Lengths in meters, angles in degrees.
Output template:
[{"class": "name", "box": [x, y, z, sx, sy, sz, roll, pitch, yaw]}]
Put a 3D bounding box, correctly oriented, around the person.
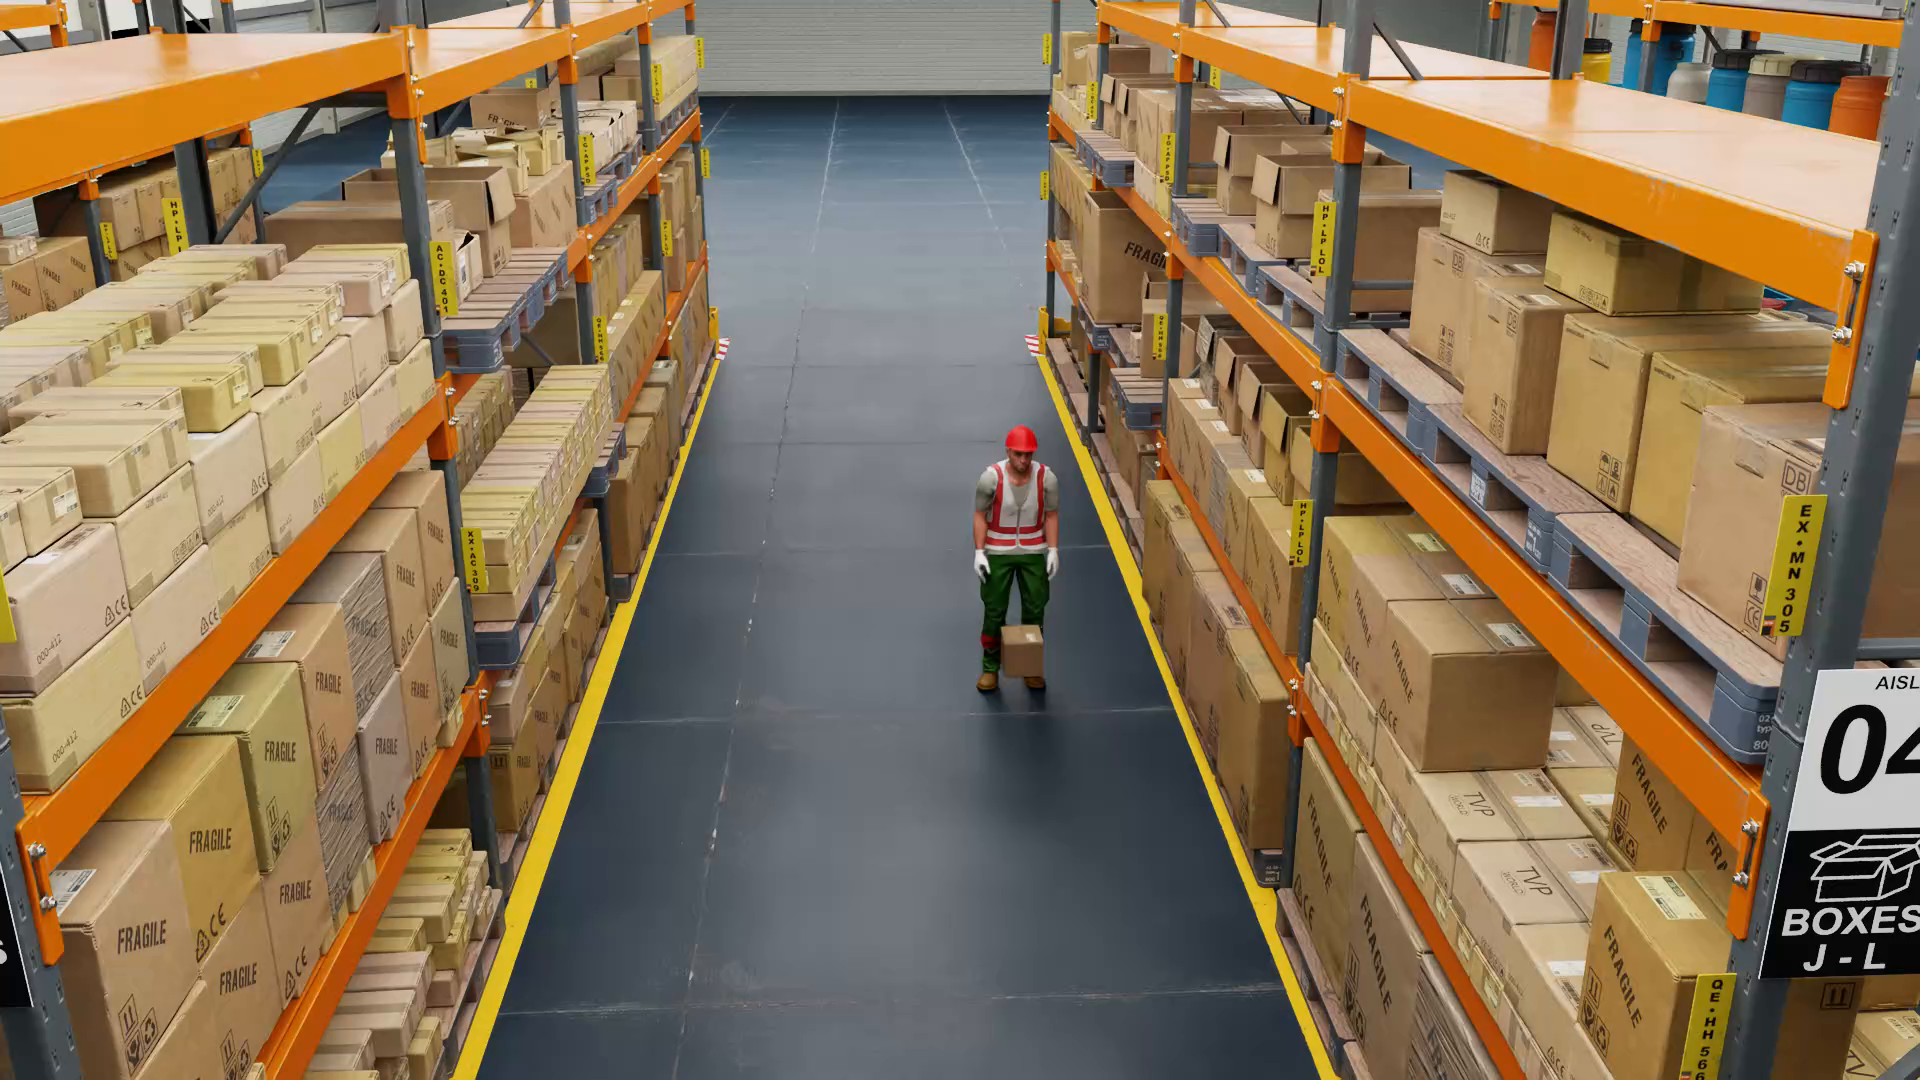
[{"class": "person", "box": [0.364, 0.104, 10.766, 0.563, 1.782, 0.431, -2, 20, -5]}]
